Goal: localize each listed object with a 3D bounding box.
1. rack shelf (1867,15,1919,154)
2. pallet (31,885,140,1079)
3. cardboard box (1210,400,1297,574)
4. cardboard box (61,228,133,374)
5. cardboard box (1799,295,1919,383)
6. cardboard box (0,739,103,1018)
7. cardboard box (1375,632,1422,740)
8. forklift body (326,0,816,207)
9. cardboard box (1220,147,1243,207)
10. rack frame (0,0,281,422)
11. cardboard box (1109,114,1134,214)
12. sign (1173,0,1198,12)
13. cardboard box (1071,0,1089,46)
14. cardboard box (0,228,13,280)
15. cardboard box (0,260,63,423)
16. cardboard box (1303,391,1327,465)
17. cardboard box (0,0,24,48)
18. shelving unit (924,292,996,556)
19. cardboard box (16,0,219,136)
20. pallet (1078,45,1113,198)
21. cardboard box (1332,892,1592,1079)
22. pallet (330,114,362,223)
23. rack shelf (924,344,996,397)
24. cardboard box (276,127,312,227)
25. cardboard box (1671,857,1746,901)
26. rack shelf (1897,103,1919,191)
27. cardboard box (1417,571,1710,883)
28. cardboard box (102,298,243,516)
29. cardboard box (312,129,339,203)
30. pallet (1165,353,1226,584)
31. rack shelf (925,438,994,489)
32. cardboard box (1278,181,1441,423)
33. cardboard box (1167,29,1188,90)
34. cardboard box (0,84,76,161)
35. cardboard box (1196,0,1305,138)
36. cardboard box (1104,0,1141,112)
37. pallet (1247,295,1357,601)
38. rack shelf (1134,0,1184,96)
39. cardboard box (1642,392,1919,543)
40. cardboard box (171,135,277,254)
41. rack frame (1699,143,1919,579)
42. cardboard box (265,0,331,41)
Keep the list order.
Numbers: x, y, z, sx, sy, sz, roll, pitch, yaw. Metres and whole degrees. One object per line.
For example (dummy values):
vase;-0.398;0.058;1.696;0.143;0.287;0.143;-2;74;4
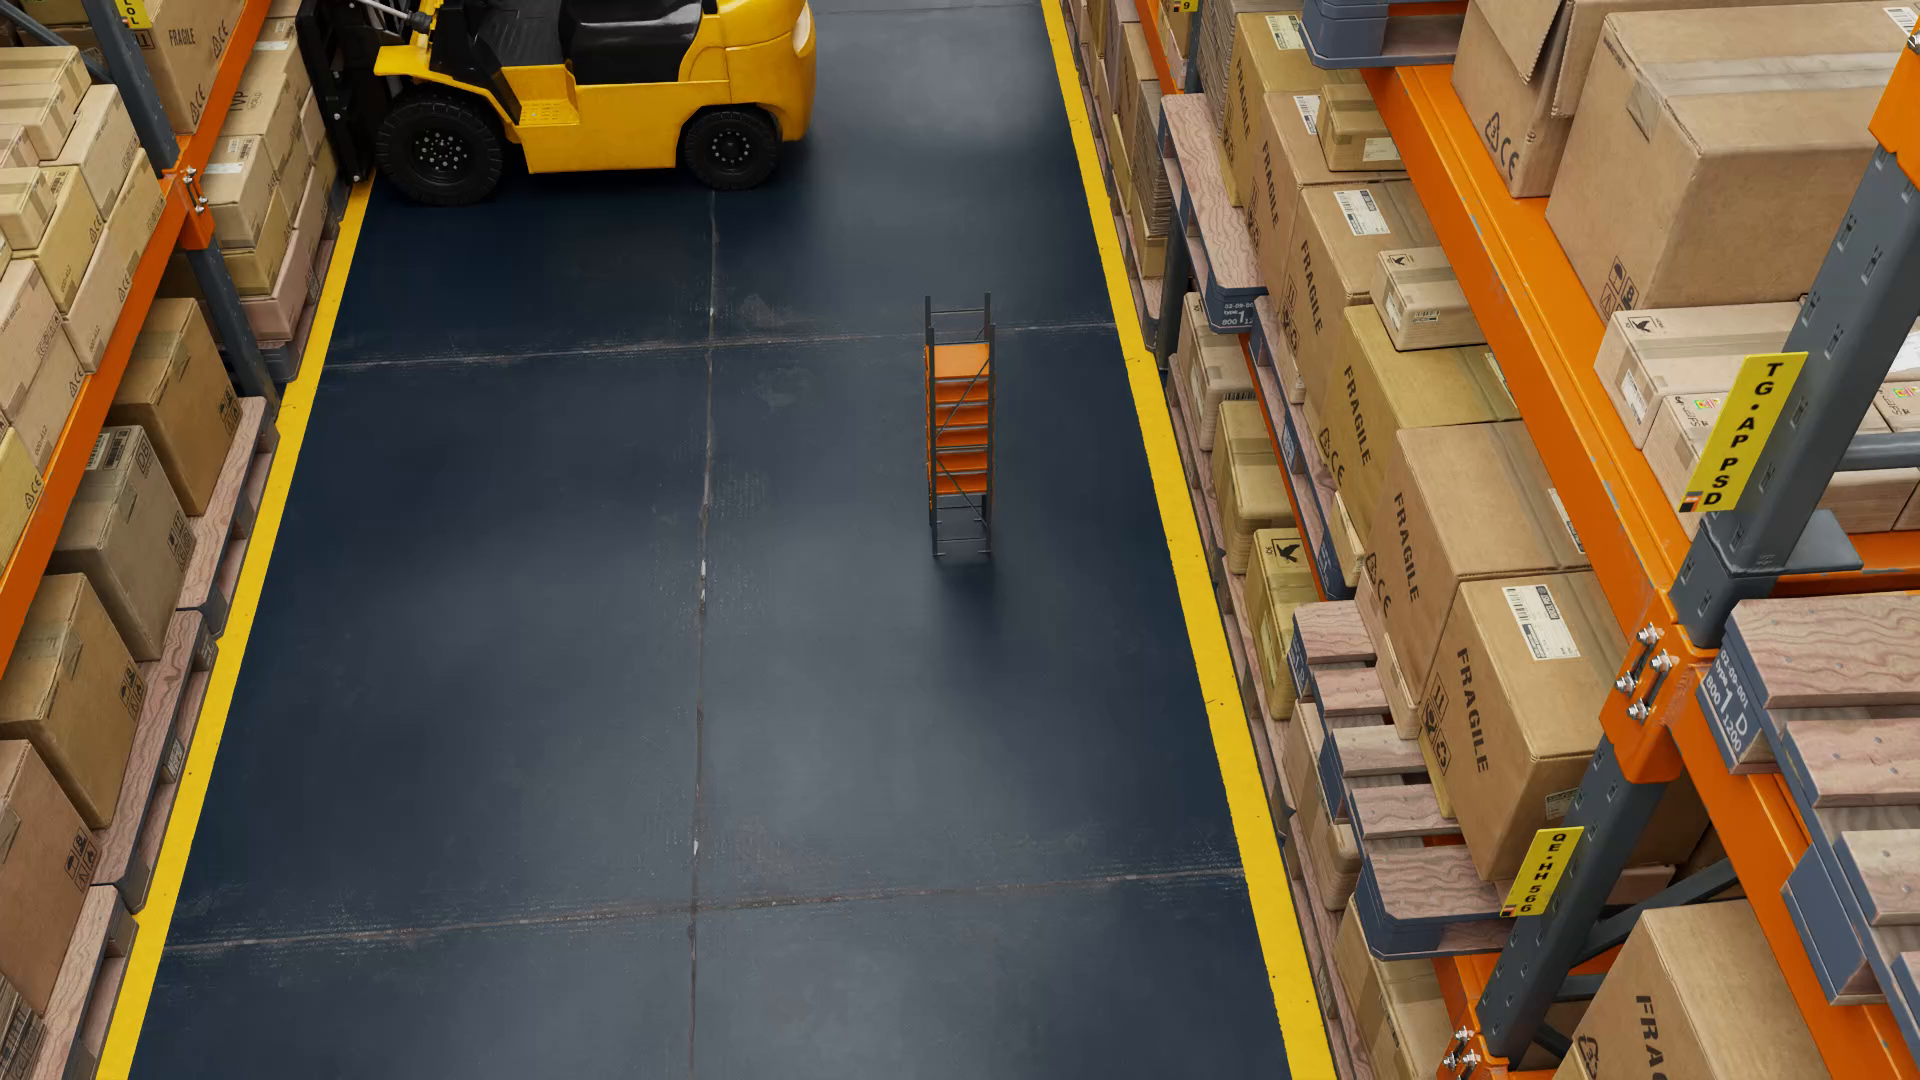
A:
rack shelf;1.572;-2.107;3.455;1.077;0.370;4.000;-3;47;-3
pallet;-3.236;1.683;5.147;1.003;0.211;1.213;-3;47;-3
cardboard box;1.515;-0.218;6.547;0.950;0.372;0.625;-1;47;-1
cardboard box;-3.191;-0.808;5.689;0.500;0.250;0.500;-4;47;-4
cardboard box;1.861;-0.390;3.217;0.396;0.266;0.258;-3;47;-3
cardboard box;-3.308;1.070;5.153;0.875;0.625;0.625;-2;47;-2
cardboard box;1.317;0.368;4.356;0.380;0.149;0.250;-4;47;-4
forklift body;-1.899;-2.913;8.164;2.313;2.155;1.214;-3;47;-3
cardboard box;1.148;-1.334;5.967;0.380;0.149;0.250;-3;47;-2
rack frame;-3.541;-1.572;6.309;1.000;3.000;0.127;-3;47;-3
cardboard box;1.033;-1.871;8.197;0.500;0.250;0.500;-5;47;-4
sign;0.865;-2.135;6.246;0.100;0.325;0.005;-3;47;-3
cardboard box;0.897;-2.999;9.265;0.500;0.250;0.500;-2;47;-2
cardboard box;-3.170;-0.854;5.114;0.380;0.149;0.250;-4;47;-4
cardboard box;-3.158;-0.610;5.157;0.500;0.250;0.500;-3;47;-3
cardboard box;1.269;-0.379;5.063;0.380;0.149;0.250;-5;47;-5
cardboard box;-3.848;-1.915;6.565;0.500;0.500;0.500;-4;47;-4
shelving unit;-0.001;-0.423;6.461;0.258;1.200;0.189;-3;47;-3
cardboard box;-3.318;-1.943;6.592;0.500;0.500;0.500;-5;47;-4
pallet;1.208;-2.286;8.906;1.003;0.211;1.213;-3;47;-3
cardboard box;1.702;1.368;5.046;0.950;0.372;0.625;-6;47;-6
pallet;-3.671;-2.075;8.707;1.003;0.211;1.213;-3;47;-3
rack shelf;-0.001;-0.640;6.232;0.258;0.103;0.180;-3;47;-3
cardboard box;-3.318;-1.675;7.668;0.500;0.250;0.500;-4;47;-4
cardboard box;1.898;0.714;4.028;0.380;0.149;0.250;-6;47;-6
rack shelf;1.907;0.787;0.714;1.077;0.370;4.000;-3;47;-3
cardboard box;1.424;0.425;3.855;0.500;0.500;0.500;-5;47;-4
cardboard box;-3.486;-0.523;6.662;0.875;0.625;0.625;-2;47;-2
cardboard box;-3.368;-1.878;8.204;0.500;0.250;0.500;-3;47;-3
pallet;1.471;-0.354;7.076;1.003;0.211;1.213;-3;47;-3
rack shelf;-0.001;-0.310;6.580;0.258;0.103;0.180;-3;47;-3
cardboard box;1.282;-0.708;4.929;0.500;0.500;0.500;-5;47;-5
cardboard box;1.074;-2.004;6.891;0.380;0.149;0.250;-4;47;-4
cardboard box;-3.252;-1.410;5.640;0.380;0.149;0.250;-4;47;-4
cardboard box;1.158;-1.800;5.963;0.500;0.500;0.500;-2;47;-2
cardboard box;1.000;-2.481;8.259;0.500;0.500;0.500;-1;47;-1
pallet;1.533;-0.346;5.280;1.003;0.211;1.213;-3;47;-3
rack shelf;1.237;-3.076;8.229;1.077;0.370;4.000;-3;47;-3
cardboard box;1.504;-0.142;3.062;0.380;0.149;0.250;-3;47;-3
cardboard box;-3.269;-1.483;7.141;0.500;0.250;0.500;-4;47;-4
rack frame;1.739;-1.045;1.678;1.000;3.000;0.127;-3;47;-3
cardboard box;-3.391;-2.593;8.193;0.500;0.250;0.500;-4;47;-4
